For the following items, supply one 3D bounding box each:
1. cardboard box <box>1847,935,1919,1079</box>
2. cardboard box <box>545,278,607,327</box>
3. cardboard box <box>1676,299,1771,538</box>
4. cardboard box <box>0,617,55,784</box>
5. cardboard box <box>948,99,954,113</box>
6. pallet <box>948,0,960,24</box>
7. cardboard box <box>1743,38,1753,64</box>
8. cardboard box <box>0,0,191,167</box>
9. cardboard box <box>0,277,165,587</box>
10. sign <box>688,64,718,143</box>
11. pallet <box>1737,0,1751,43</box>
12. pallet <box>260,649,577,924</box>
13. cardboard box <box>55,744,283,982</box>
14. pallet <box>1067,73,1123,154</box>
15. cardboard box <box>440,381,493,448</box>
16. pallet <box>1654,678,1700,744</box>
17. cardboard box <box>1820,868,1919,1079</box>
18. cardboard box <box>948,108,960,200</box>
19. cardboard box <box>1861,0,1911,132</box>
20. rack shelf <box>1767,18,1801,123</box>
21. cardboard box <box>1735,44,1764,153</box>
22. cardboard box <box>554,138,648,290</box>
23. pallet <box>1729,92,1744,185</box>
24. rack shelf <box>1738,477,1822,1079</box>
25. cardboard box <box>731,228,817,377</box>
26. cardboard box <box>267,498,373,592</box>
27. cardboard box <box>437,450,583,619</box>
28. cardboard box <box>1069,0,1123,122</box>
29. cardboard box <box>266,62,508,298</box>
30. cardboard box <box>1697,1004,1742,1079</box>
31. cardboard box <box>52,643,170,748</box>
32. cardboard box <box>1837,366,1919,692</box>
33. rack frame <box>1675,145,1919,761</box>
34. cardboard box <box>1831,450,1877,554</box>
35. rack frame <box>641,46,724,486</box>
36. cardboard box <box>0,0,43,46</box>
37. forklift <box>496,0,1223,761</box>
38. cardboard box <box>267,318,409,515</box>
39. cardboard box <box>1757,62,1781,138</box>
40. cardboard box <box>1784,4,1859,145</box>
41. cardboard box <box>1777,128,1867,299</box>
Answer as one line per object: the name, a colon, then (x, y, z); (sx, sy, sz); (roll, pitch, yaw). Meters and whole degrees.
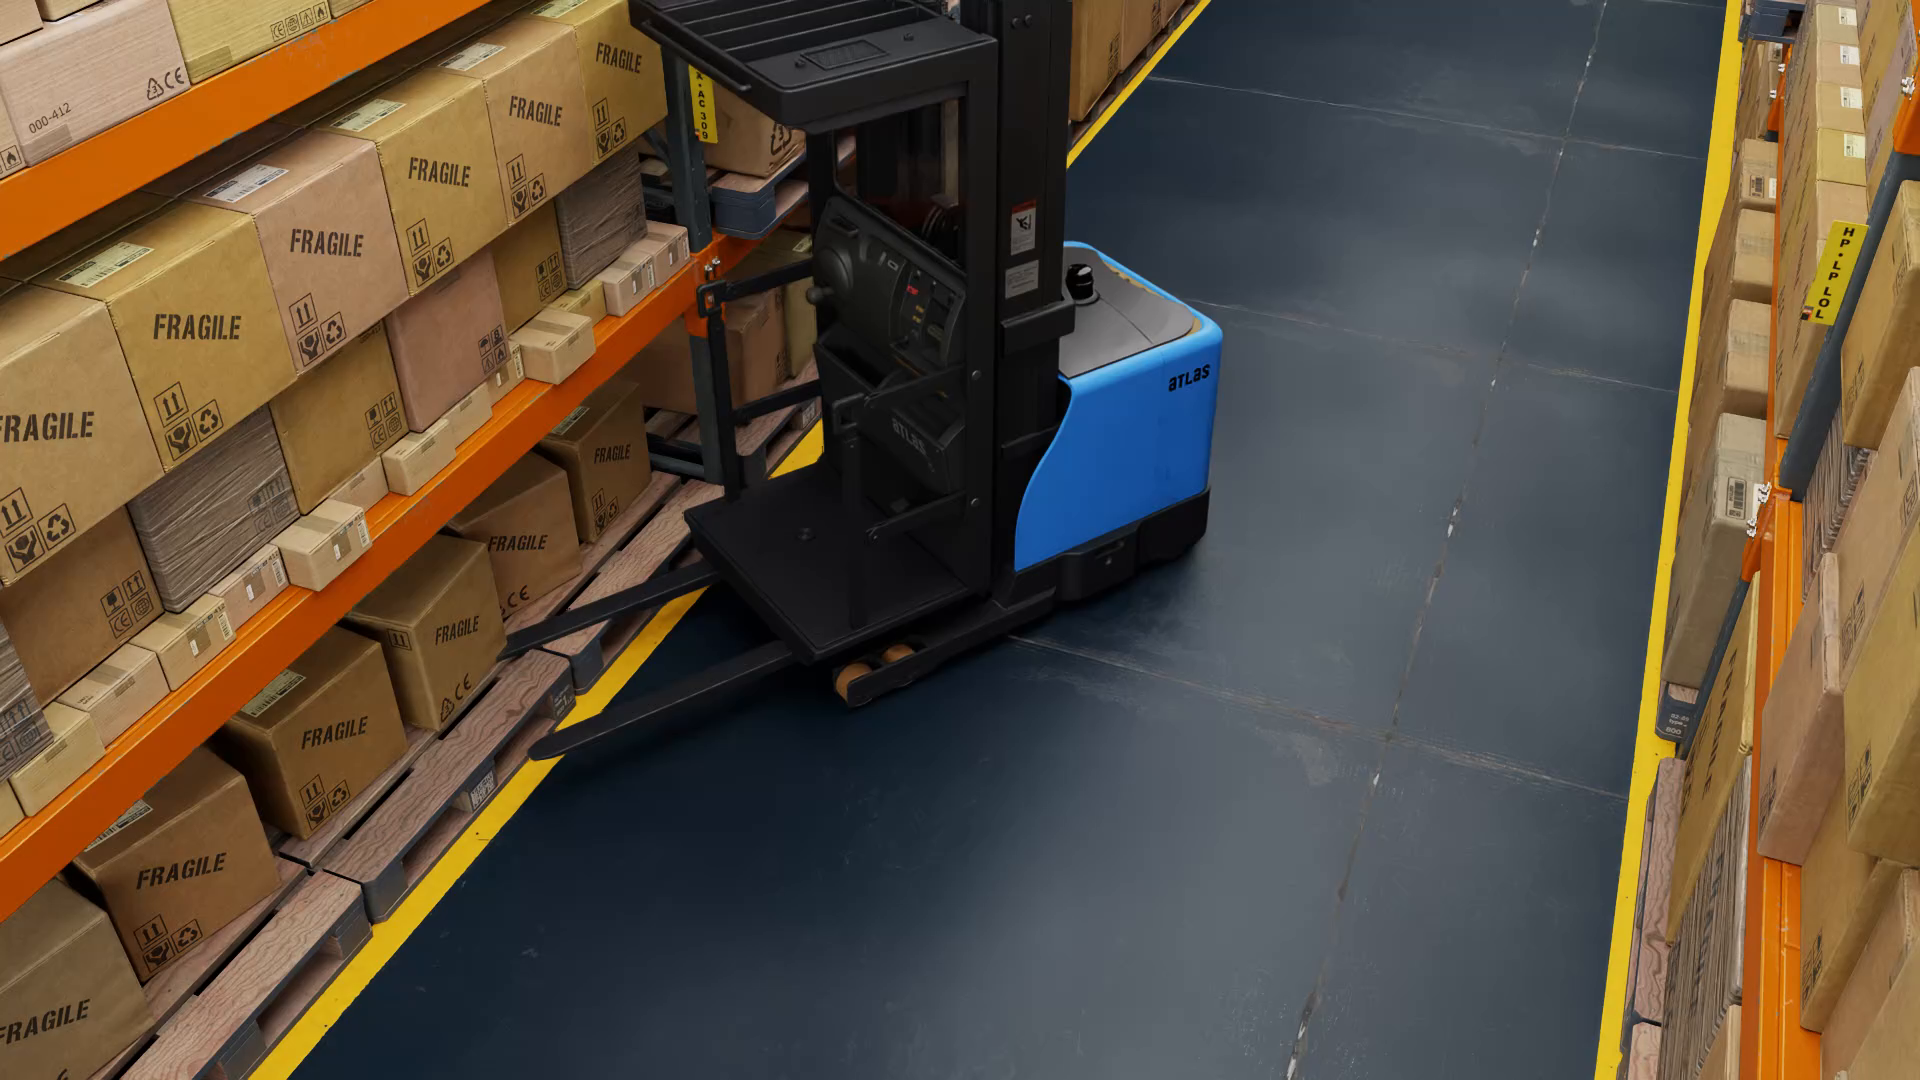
cardboard box: (1.858, 0.968, 2.423); (0.875, 0.550, 0.550); (14, 39, 18)
cardboard box: (-1.534, -0.871, 6.119); (0.380, 0.149, 0.250); (14, 39, 18)
cardboard box: (3.602, -0.397, 6.804); (1.050, 0.750, 0.750); (14, 39, 18)
cardboard box: (-2.757, 0.339, 3.959); (0.875, 0.500, 0.500); (14, 39, 18)
cardboard box: (-0.368, -2.434, 9.096); (0.500, 0.250, 0.500); (18, 40, 23)
pallet: (-0.663, -2.451, 8.183); (1.003, 0.211, 1.213); (14, 39, 18)
cardboard box: (5.596, -3.480, 11.137); (0.500, 0.500, 0.500); (15, 39, 19)
cardboard box: (-2.187, -1.113, 3.854); (0.500, 0.250, 0.500); (14, 39, 18)
cardboard box: (-2.334, -0.281, 3.953); (0.500, 0.500, 0.500); (14, 39, 18)
sign: (-0.965, -1.646, 6.223); (0.100, 0.325, 0.005); (14, 39, 18)
pallet: (6.345, -3.925, 12.324); (1.003, 0.211, 1.213); (14, 39, 18)
pallet: (-2.155, 0.756, 6.062); (1.003, 0.211, 1.213); (14, 39, 18)
cardboard box: (-2.543, 0.949, 5.212); (0.500, 0.500, 0.500); (25, 43, 29)
pallet: (0.422, -2.935, 11.001); (1.003, 0.211, 1.213); (14, 39, 18)
cardboard box: (-1.801, -0.451, 5.557); (0.380, 0.149, 0.250); (14, 39, 18)
pallet: (3.302, 0.440, 6.485); (1.003, 0.211, 1.213); (14, 39, 18)
cardboard box: (2.174, 1.116, 3.127); (0.875, 0.550, 0.550); (14, 39, 18)
cardboard box: (-0.384, -2.122, 9.304); (0.700, 0.500, 0.500); (11, 38, 14)
cardboard box: (3.842, -1.793, 6.225); (0.700, 0.500, 0.500); (13, 39, 17)
rack shelf: (5.361, -3.266, 9.715); (1.077, 0.370, 4.000); (14, 39, 18)
cardboard box: (4.996, -2.621, 9.988); (0.500, 0.500, 0.500); (12, 38, 16)
cardboard box: (-1.698, -1.342, 6.208); (0.875, 0.500, 0.500); (14, 39, 18)
pallet: (5.365, -2.436, 10.332); (1.003, 0.211, 1.213); (14, 39, 18)
rack shelf: (2.318, 1.163, 3.789); (1.077, 0.370, 4.000); (14, 39, 18)
cardboard box: (-1.017, -1.188, 8.054); (0.700, 0.500, 0.500); (14, 39, 17)
cardboard box: (-2.003, -0.015, 4.974); (0.380, 0.149, 0.250); (14, 39, 18)
cardboard box: (-1.870, -0.054, 6.554); (0.500, 0.500, 0.500); (27, 45, 32)
cardboard box: (0.334, -3.327, 10.620); (1.225, 0.875, 0.875); (12, 38, 16)
cardboard box: (-1.767, -1.112, 5.066); (0.500, 0.500, 0.500); (14, 39, 18)
cardboard box: (2.086, 1.787, 3.778); (0.875, 0.875, 0.875); (13, 39, 17)
cardboard box: (-2.365, 0.381, 4.444); (0.380, 0.149, 0.250); (14, 39, 18)
cardboard box: (2.472, 0.070, 3.623); (0.875, 0.550, 0.550); (14, 39, 18)
rack frame: (3.079, -0.232, 5.055); (1.000, 3.000, 0.127); (14, 39, 18)
cardboard box: (2.761, 0.224, 4.319); (0.875, 0.550, 0.550); (14, 39, 18)
rack frame: (-1.470, -1.418, 6.642); (1.000, 3.000, 0.127); (14, 39, 18)
cardboard box: (-2.237, -1.162, 3.586); (0.380, 0.149, 0.250); (14, 39, 18)
forklift: (-0.441, -0.898, 6.003); (3.031, 2.935, 1.130); (-22, 42, -27)
cardboard box: (-2.247, -0.506, 5.090); (0.875, 0.500, 0.500); (14, 39, 18)
cardboard box: (4.618, -2.353, 9.003); (0.500, 0.250, 0.500); (13, 39, 17)
cardboard box: (3.989, -2.018, 7.361); (0.500, 0.500, 0.500); (13, 39, 17)
cardboard box: (3.414, -1.182, 6.242); (0.500, 0.500, 0.500); (14, 39, 18)
